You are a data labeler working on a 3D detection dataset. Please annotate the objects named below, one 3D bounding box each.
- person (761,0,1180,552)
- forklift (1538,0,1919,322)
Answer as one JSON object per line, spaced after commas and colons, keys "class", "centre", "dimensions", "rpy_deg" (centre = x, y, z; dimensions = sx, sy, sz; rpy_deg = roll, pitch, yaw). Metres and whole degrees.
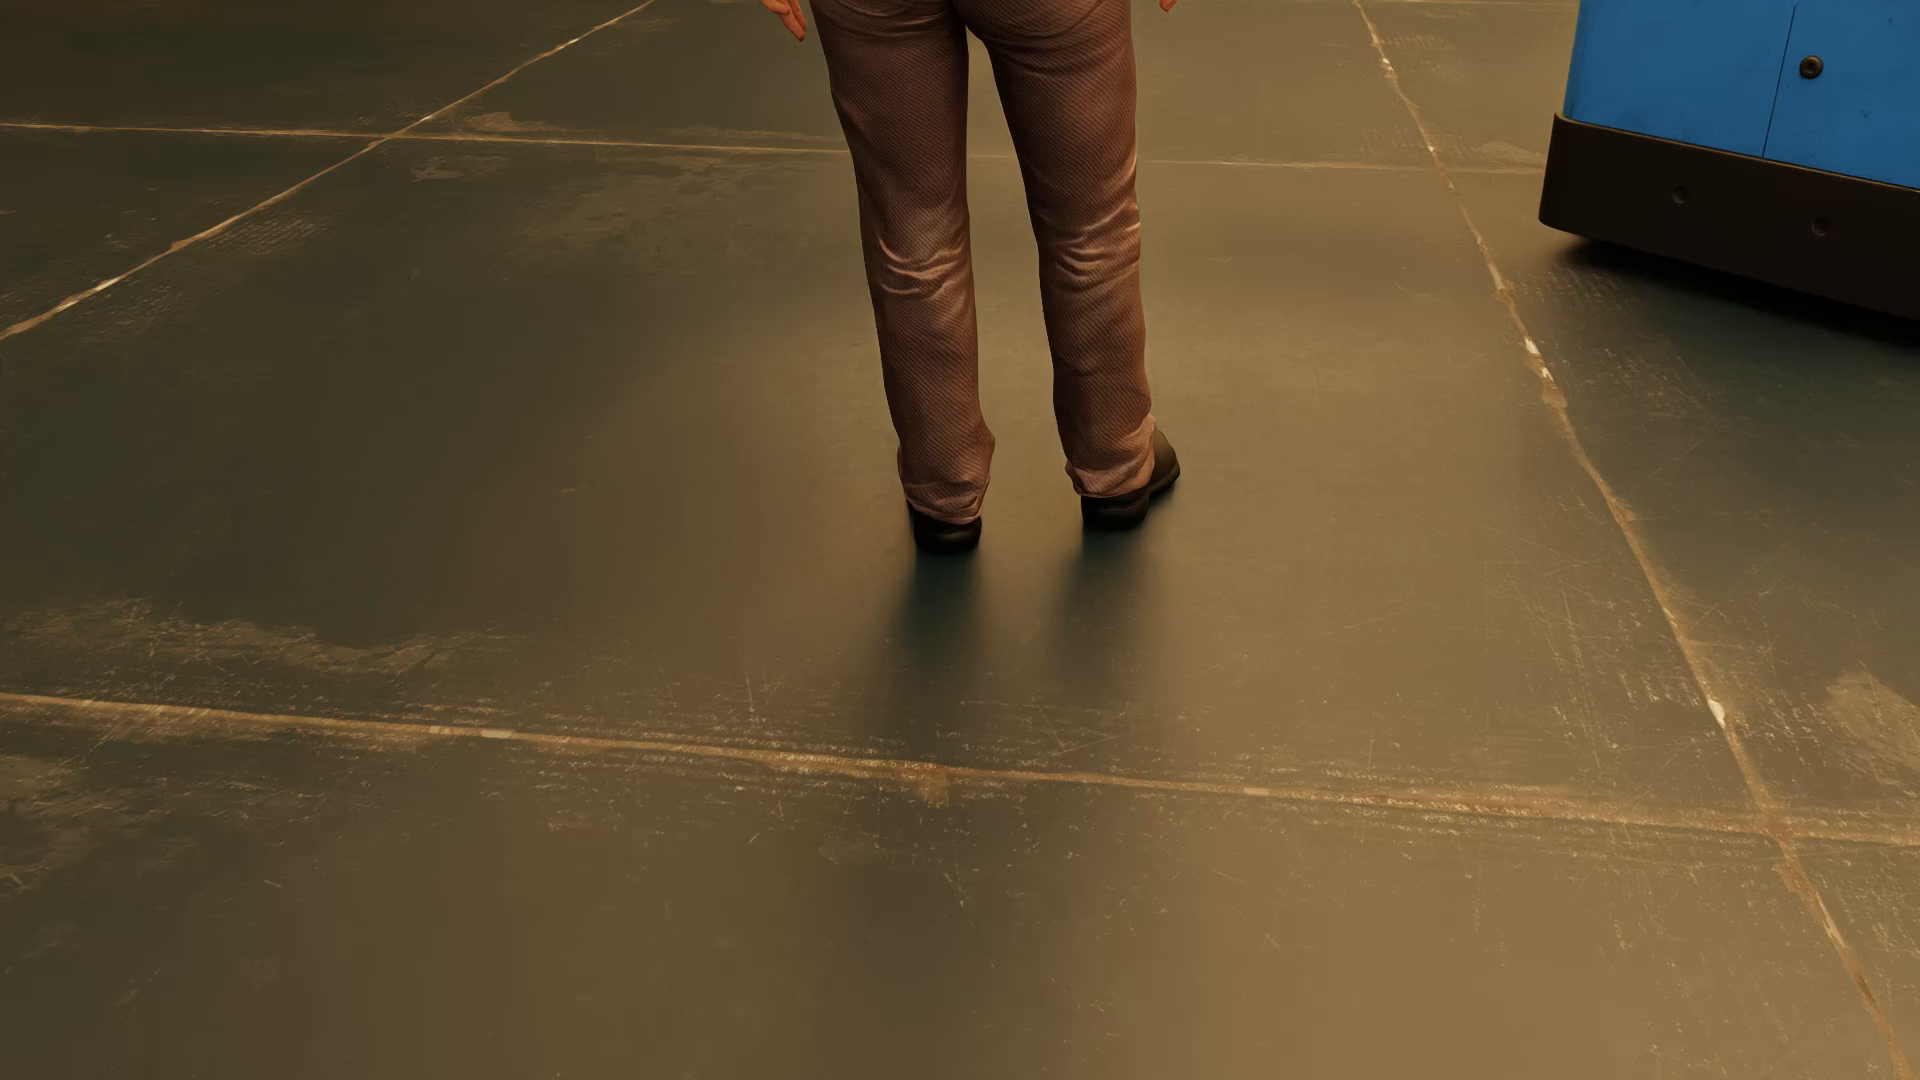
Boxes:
{"class": "person", "centre": [0.016, -0.804, 2.166], "dimensions": [0.632, 1.720, 0.568], "rpy_deg": [3, 27, 7]}
{"class": "forklift", "centre": [2.800, -2.206, 3.640], "dimensions": [3.031, 2.935, 1.130], "rpy_deg": [-19, 32, -33]}
